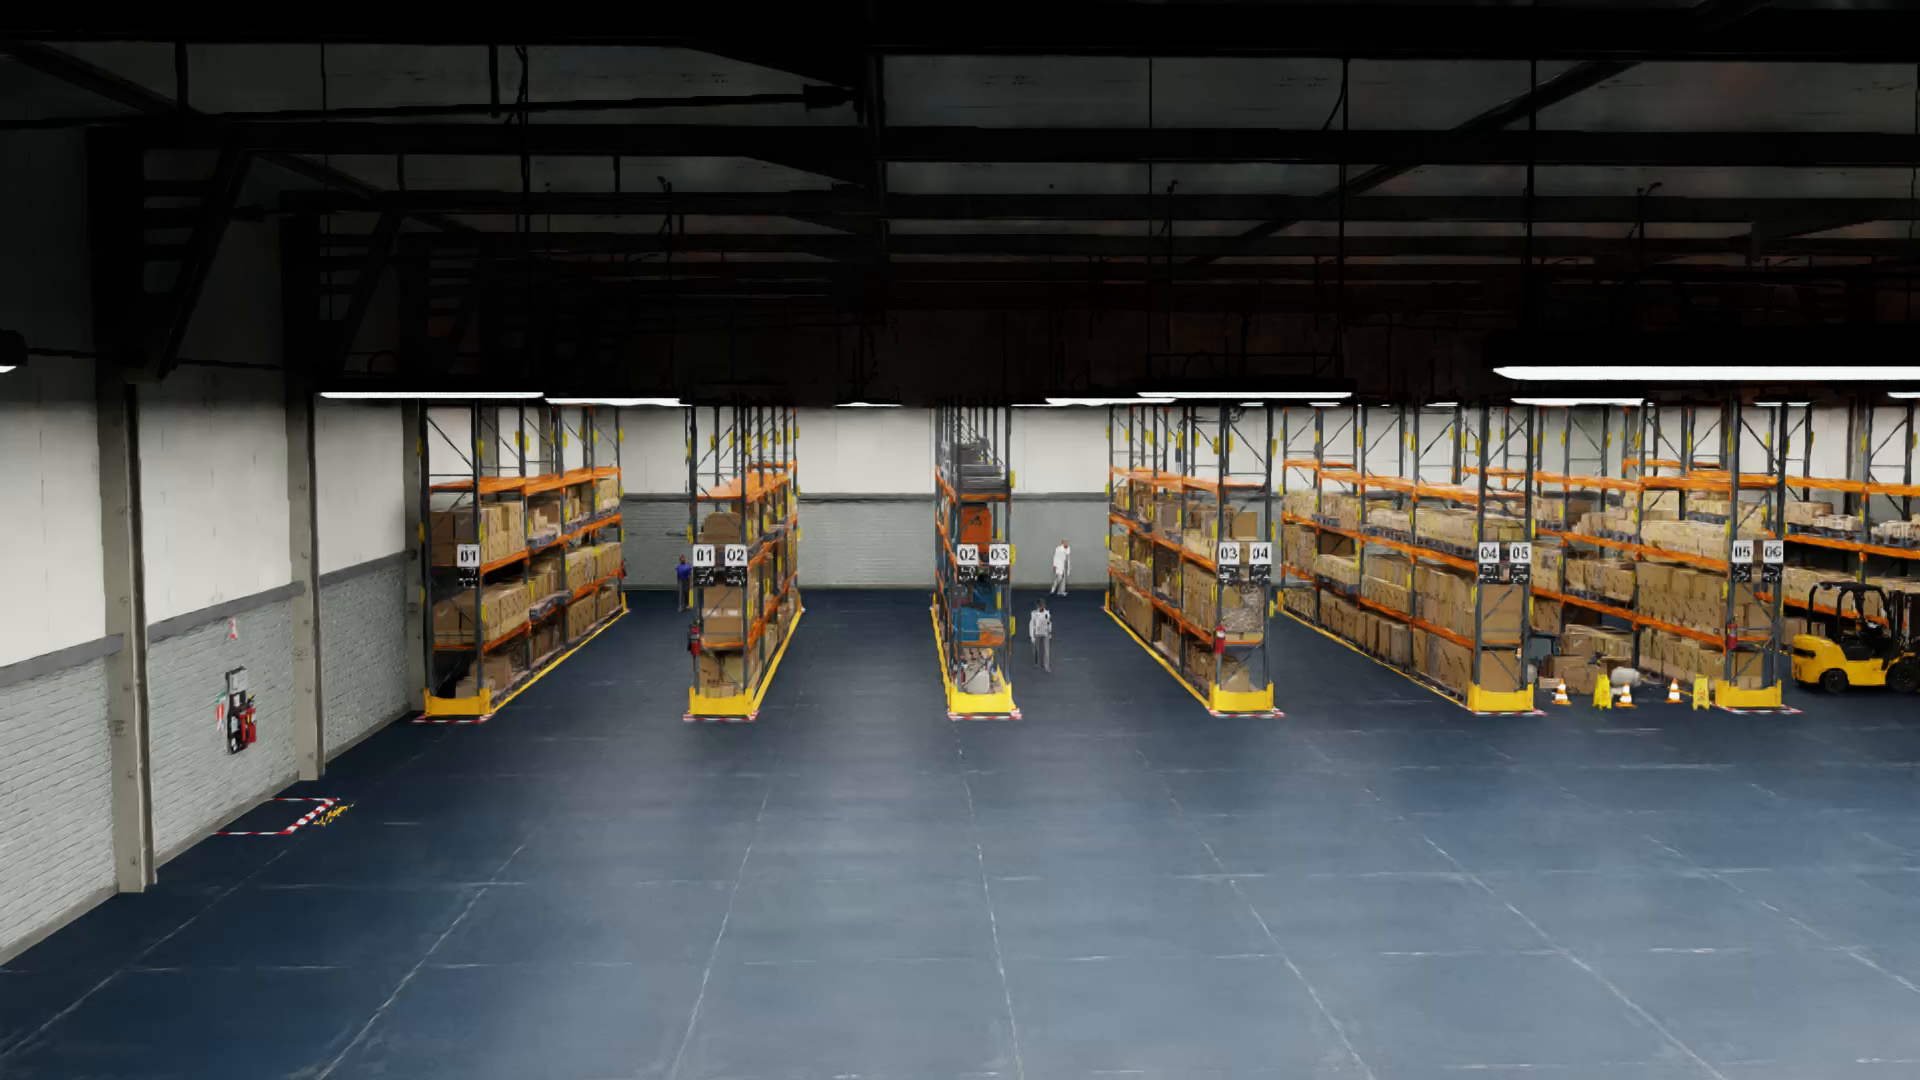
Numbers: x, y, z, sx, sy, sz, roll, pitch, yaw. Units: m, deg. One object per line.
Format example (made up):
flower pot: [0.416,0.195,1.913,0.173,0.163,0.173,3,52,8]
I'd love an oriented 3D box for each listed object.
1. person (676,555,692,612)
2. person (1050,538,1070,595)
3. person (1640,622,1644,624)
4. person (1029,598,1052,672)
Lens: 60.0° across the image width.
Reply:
person: [-7.820,1.208,47.168,0.461,1.596,0.999,0,5,-3]
person: [3.106,0.814,51.203,0.627,1.772,0.563,-3,6,-37]
person: [18.249,1.433,43.864,0.533,1.659,0.591,1,5,16]
person: [1.761,2.051,36.338,0.495,1.589,1.086,0,4,0]
